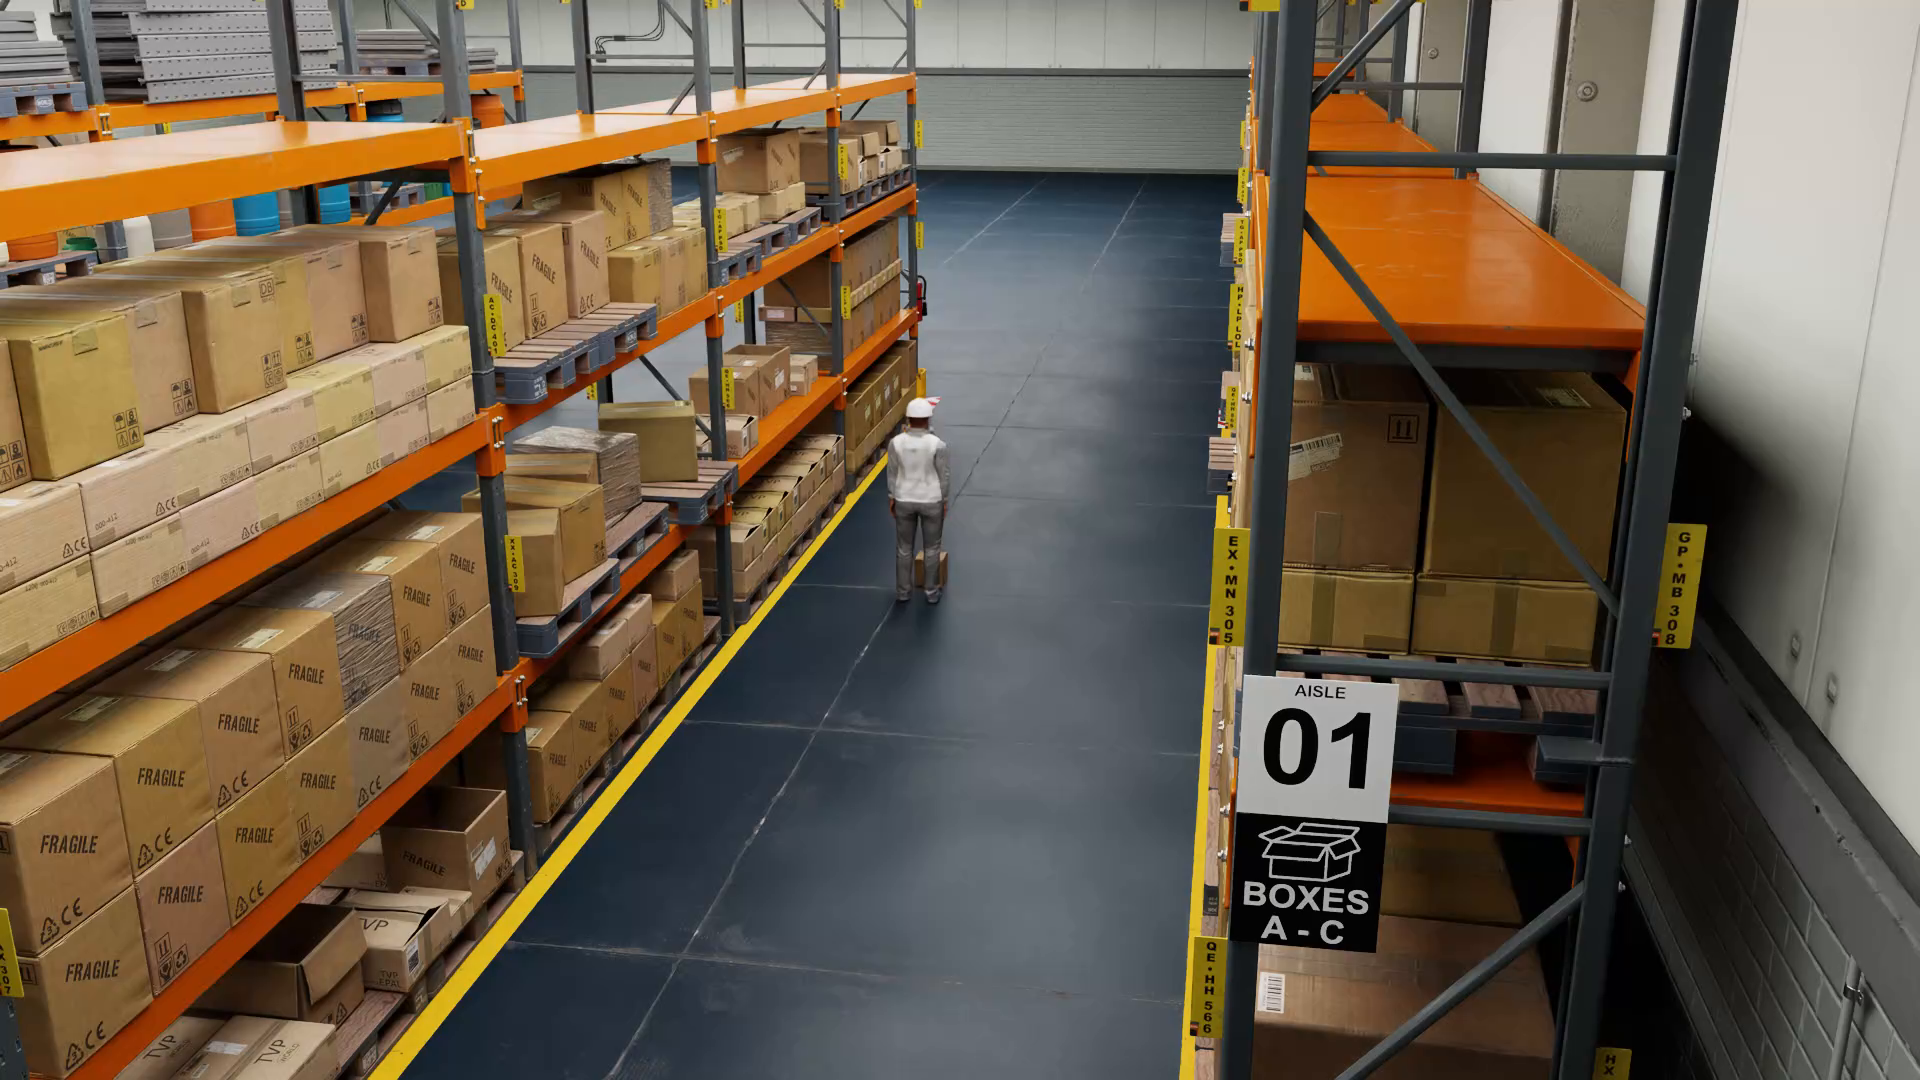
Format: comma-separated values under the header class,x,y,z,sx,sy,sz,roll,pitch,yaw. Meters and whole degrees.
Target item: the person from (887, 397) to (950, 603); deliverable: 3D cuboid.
class,x,y,z,sx,sy,sz,roll,pitch,yaw
person,-0.339,-0.338,14.036,0.536,1.776,0.397,3,18,10
